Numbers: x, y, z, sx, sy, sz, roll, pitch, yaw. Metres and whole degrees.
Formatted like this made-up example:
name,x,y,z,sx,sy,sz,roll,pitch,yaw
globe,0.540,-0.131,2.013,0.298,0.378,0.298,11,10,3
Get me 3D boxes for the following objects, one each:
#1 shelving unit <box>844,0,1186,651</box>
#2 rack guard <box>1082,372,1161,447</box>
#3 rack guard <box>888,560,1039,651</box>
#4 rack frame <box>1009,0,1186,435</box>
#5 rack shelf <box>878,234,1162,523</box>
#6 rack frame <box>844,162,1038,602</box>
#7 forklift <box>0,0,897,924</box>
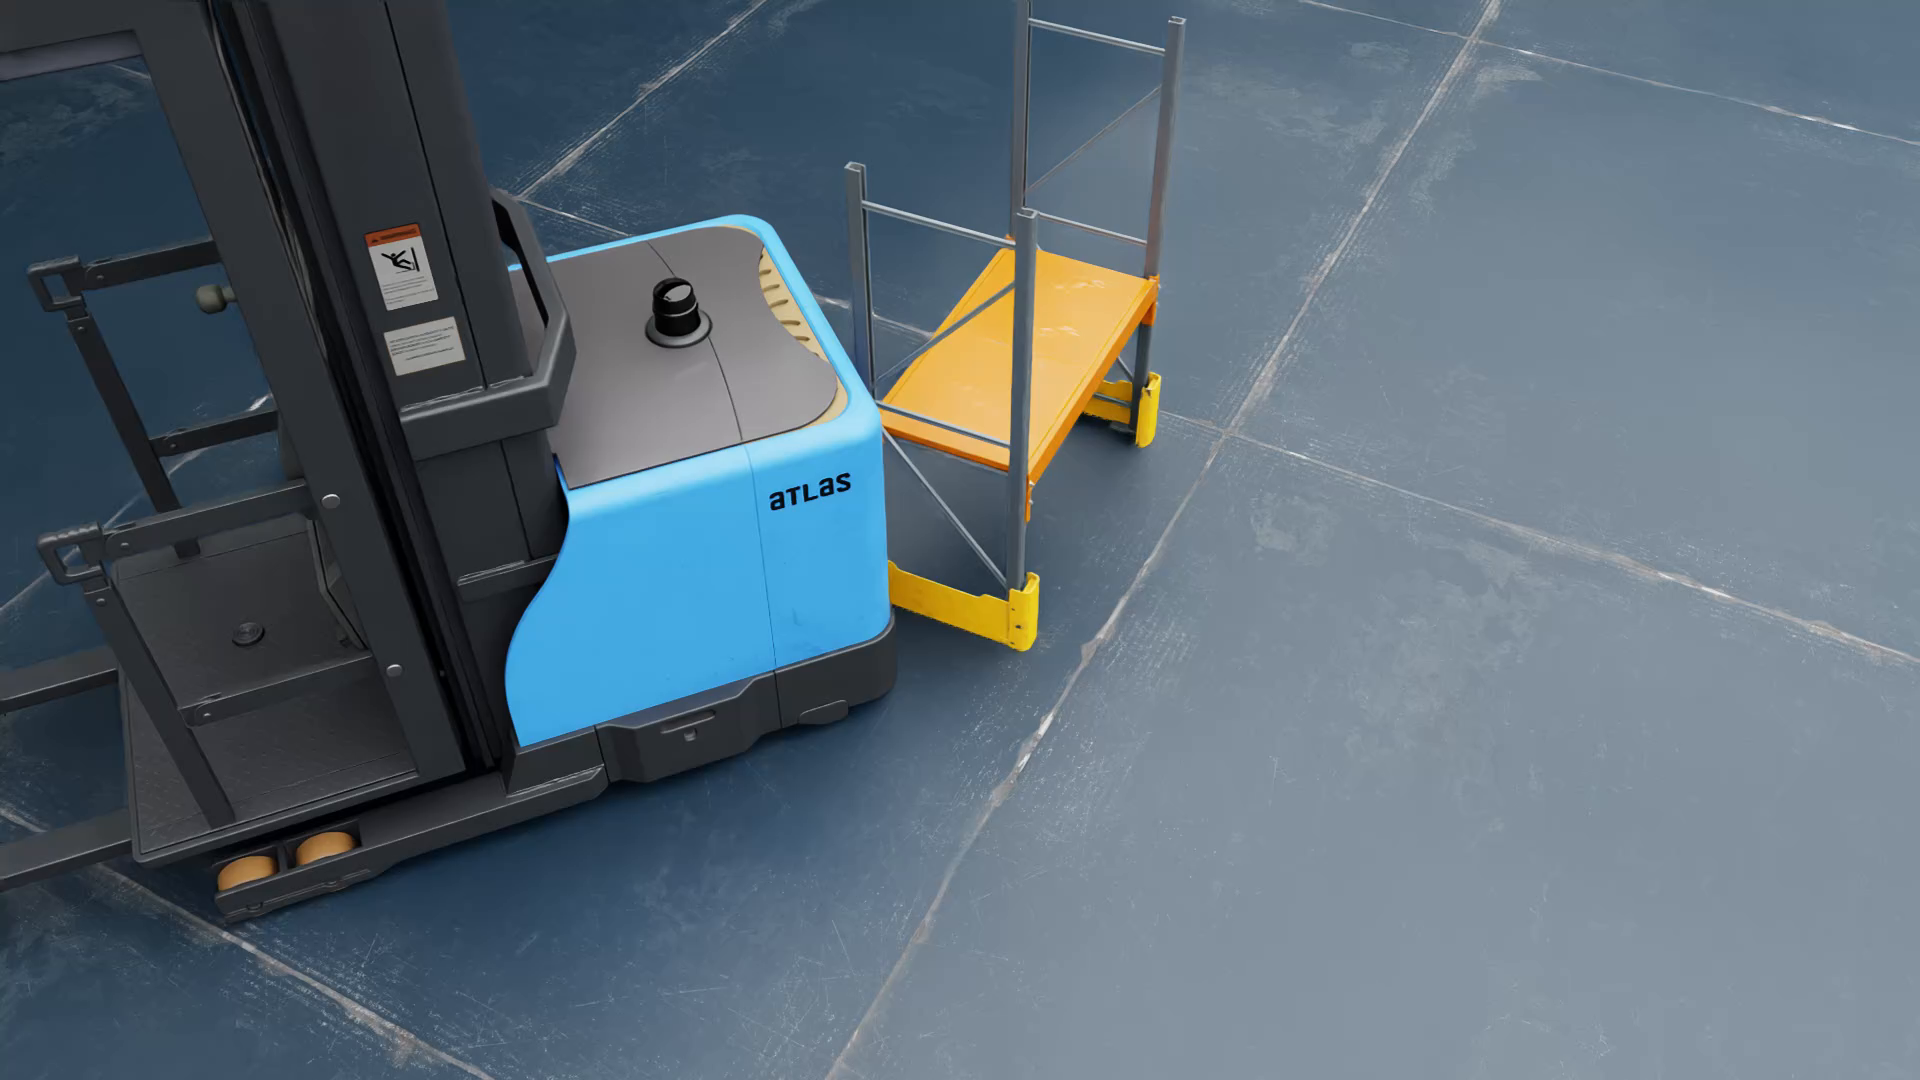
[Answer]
name,x,y,z,sx,sy,sz,roll,pitch,yaw
shelving unit,0.165,-0.630,4.819,0.587,1.500,1.083,19,48,18
rack guard,0.379,-0.511,5.579,0.587,0.250,0.087,19,48,18
rack guard,-0.048,0.129,4.947,0.587,0.250,0.087,19,48,18
rack frame,0.387,-0.963,5.147,0.500,1.500,0.032,19,48,18
rack shelf,0.169,-0.510,4.952,0.538,0.185,1.000,19,48,18
rack frame,-0.049,-0.310,4.502,0.500,1.500,0.032,19,48,18
forklift,-1.747,-0.489,3.672,3.031,2.935,1.130,-16,48,-16
